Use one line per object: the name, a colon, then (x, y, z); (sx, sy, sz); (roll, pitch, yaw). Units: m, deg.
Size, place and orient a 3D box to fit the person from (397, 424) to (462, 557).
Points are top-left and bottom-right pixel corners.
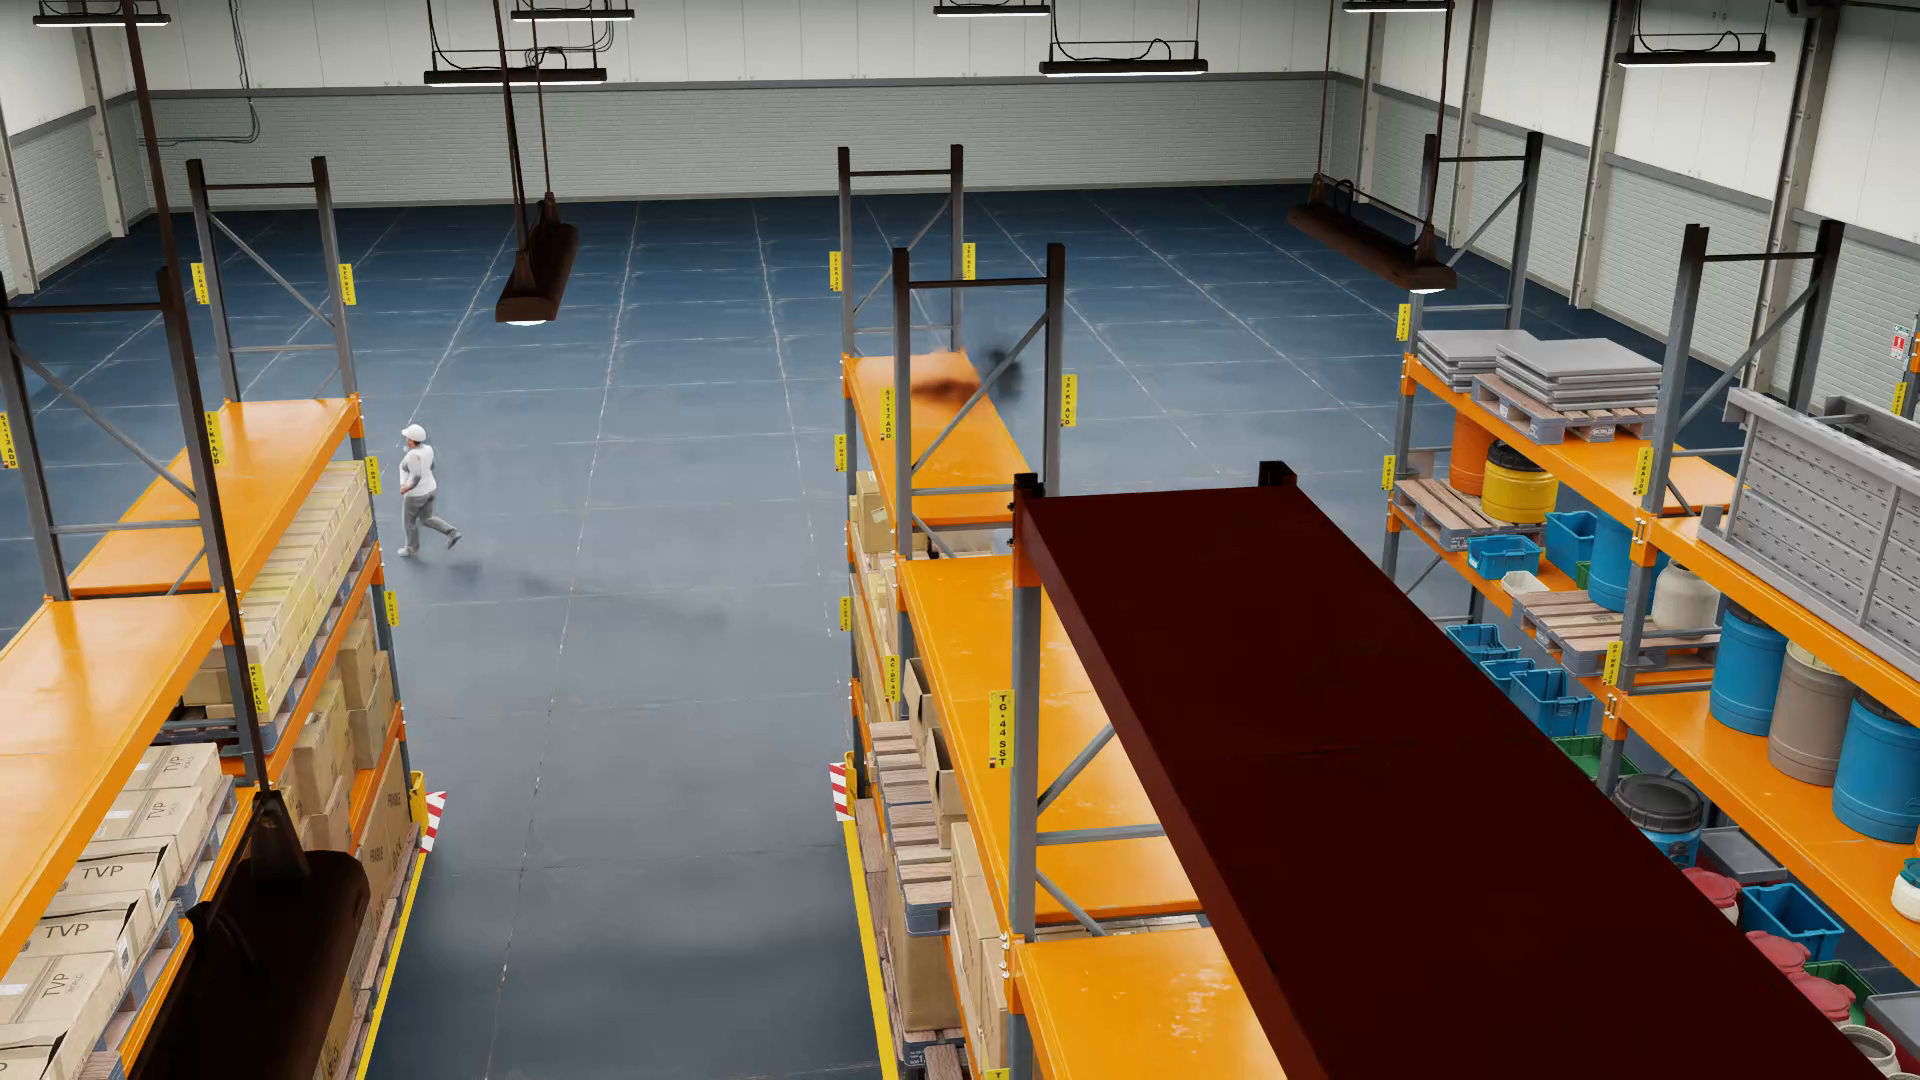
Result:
person: (-6.730, -0.597, 20.754); (0.904, 1.758, 0.660); (6, 22, 16)
